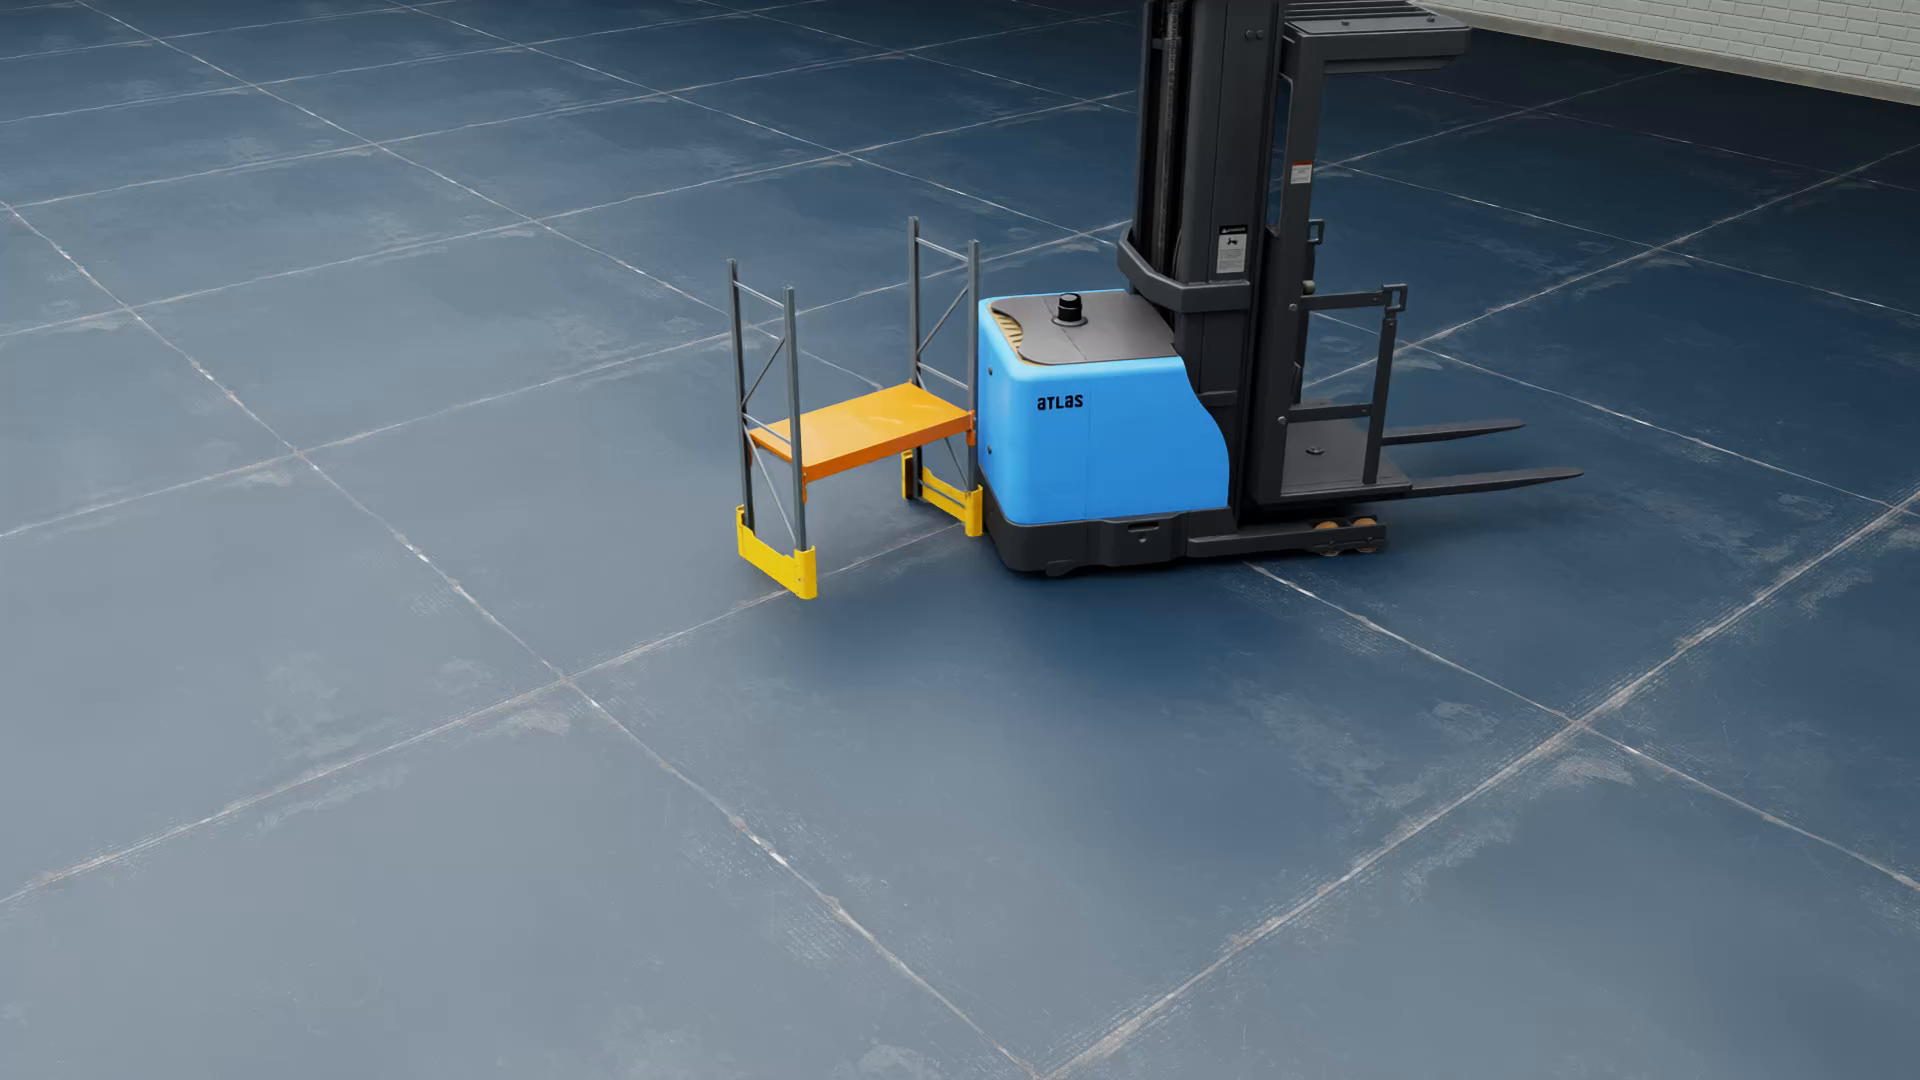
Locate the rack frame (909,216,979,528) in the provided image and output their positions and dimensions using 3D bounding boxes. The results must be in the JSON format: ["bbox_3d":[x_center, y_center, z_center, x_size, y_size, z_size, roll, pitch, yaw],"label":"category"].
[{"bbox_3d":[-0.078,-0.797,8.150,0.032,1.500,0.500,-21,34,-33],"label":"rack frame"}]

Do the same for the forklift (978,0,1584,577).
[{"bbox_3d":[1.612,-1.452,7.857,3.031,2.935,1.130,-5,29,-10],"label":"forklift"}]

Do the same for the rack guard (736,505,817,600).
[{"bbox_3d":[-0.873,0.052,7.887,0.087,0.250,0.587,-21,34,-33],"label":"rack guard"}]

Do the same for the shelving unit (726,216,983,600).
[{"bbox_3d":[-0.483,-0.645,7.866,1.083,1.500,0.587,-21,34,-33],"label":"shelving unit"}]

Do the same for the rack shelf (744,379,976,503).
[{"bbox_3d":[-0.476,-0.489,7.955,1.000,0.185,0.538,-21,34,-33],"label":"rack shelf"}]

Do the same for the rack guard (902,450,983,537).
[{"bbox_3d":[-0.093,-0.240,8.434,0.087,0.250,0.587,-21,34,-33],"label":"rack guard"}]

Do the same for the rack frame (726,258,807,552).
[{"bbox_3d":[-0.873,-0.498,7.591,0.032,1.500,0.500,-21,34,-33],"label":"rack frame"}]
